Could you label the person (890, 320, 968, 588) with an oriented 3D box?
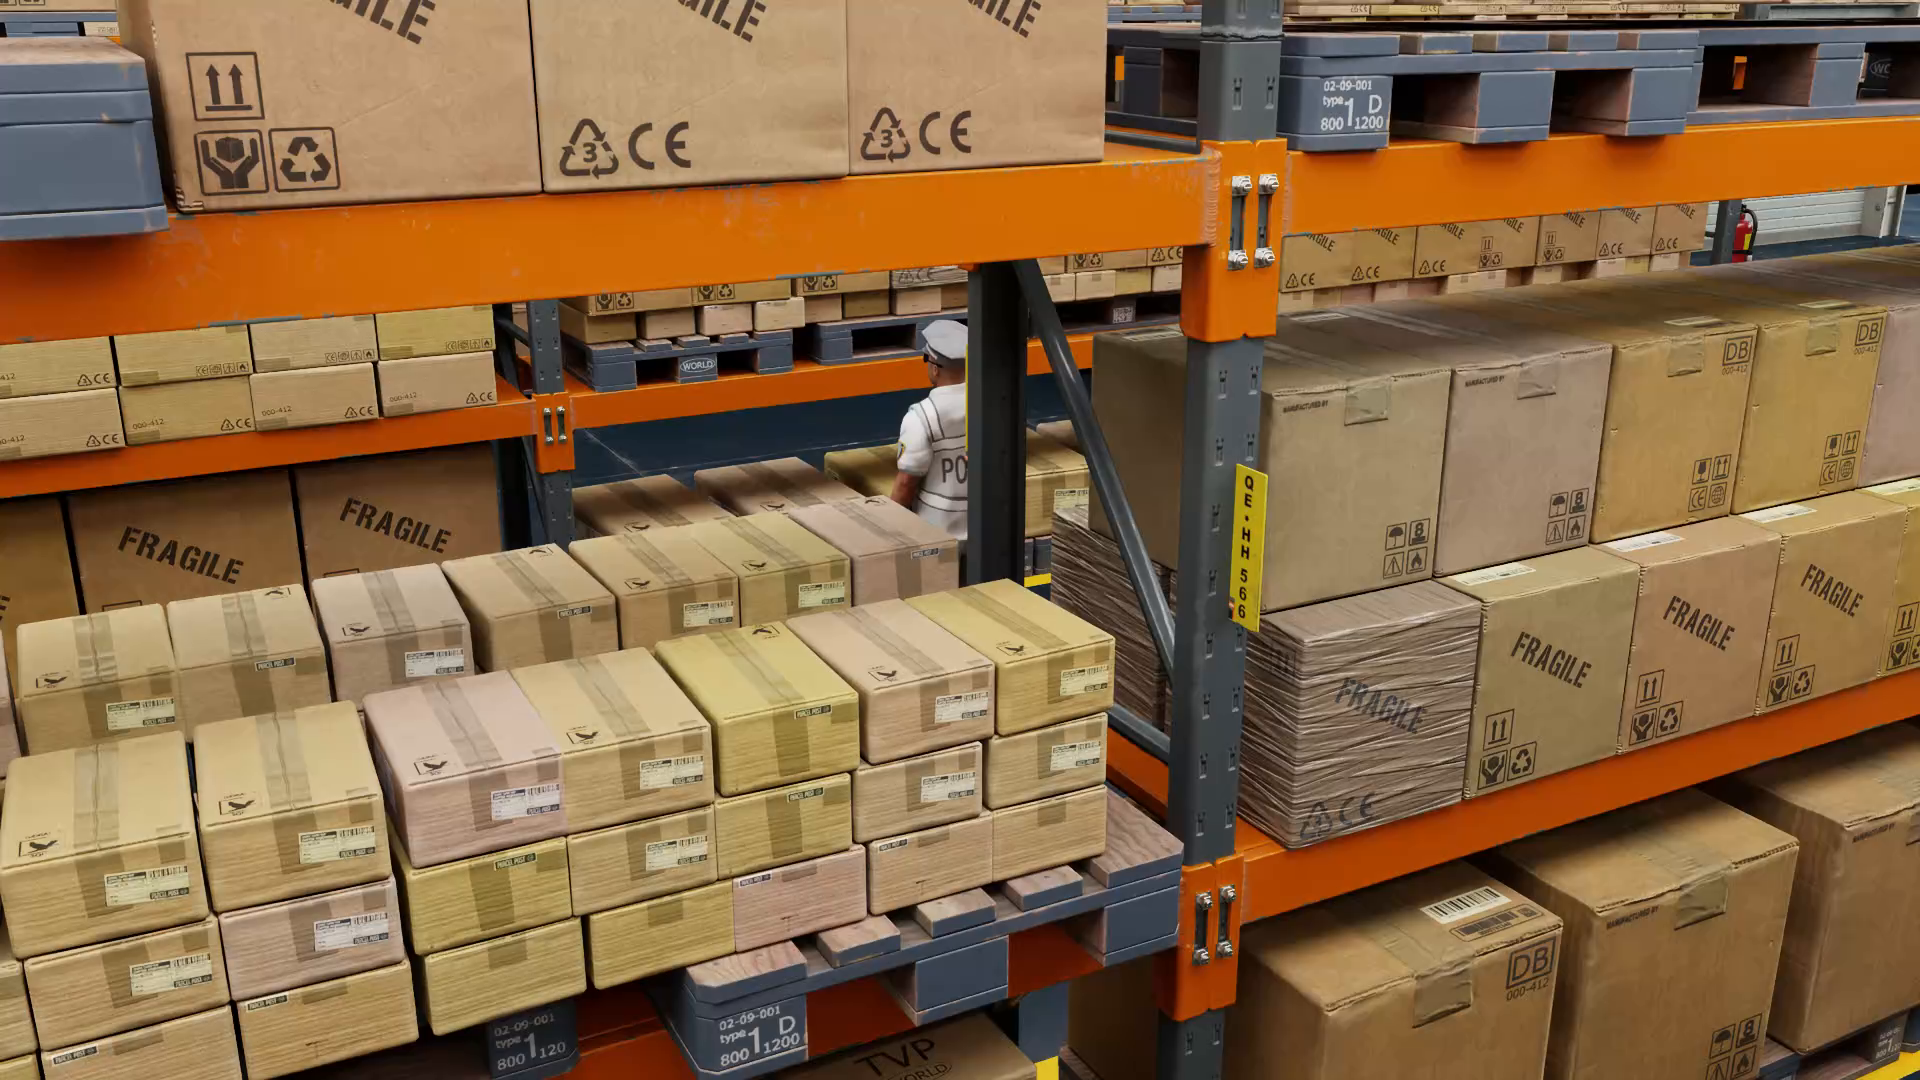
[{"bbox_3d":[-0.063,-0.098,7.266,0.640,1.780,0.574,-10,21,-27],"label":"person"}]
